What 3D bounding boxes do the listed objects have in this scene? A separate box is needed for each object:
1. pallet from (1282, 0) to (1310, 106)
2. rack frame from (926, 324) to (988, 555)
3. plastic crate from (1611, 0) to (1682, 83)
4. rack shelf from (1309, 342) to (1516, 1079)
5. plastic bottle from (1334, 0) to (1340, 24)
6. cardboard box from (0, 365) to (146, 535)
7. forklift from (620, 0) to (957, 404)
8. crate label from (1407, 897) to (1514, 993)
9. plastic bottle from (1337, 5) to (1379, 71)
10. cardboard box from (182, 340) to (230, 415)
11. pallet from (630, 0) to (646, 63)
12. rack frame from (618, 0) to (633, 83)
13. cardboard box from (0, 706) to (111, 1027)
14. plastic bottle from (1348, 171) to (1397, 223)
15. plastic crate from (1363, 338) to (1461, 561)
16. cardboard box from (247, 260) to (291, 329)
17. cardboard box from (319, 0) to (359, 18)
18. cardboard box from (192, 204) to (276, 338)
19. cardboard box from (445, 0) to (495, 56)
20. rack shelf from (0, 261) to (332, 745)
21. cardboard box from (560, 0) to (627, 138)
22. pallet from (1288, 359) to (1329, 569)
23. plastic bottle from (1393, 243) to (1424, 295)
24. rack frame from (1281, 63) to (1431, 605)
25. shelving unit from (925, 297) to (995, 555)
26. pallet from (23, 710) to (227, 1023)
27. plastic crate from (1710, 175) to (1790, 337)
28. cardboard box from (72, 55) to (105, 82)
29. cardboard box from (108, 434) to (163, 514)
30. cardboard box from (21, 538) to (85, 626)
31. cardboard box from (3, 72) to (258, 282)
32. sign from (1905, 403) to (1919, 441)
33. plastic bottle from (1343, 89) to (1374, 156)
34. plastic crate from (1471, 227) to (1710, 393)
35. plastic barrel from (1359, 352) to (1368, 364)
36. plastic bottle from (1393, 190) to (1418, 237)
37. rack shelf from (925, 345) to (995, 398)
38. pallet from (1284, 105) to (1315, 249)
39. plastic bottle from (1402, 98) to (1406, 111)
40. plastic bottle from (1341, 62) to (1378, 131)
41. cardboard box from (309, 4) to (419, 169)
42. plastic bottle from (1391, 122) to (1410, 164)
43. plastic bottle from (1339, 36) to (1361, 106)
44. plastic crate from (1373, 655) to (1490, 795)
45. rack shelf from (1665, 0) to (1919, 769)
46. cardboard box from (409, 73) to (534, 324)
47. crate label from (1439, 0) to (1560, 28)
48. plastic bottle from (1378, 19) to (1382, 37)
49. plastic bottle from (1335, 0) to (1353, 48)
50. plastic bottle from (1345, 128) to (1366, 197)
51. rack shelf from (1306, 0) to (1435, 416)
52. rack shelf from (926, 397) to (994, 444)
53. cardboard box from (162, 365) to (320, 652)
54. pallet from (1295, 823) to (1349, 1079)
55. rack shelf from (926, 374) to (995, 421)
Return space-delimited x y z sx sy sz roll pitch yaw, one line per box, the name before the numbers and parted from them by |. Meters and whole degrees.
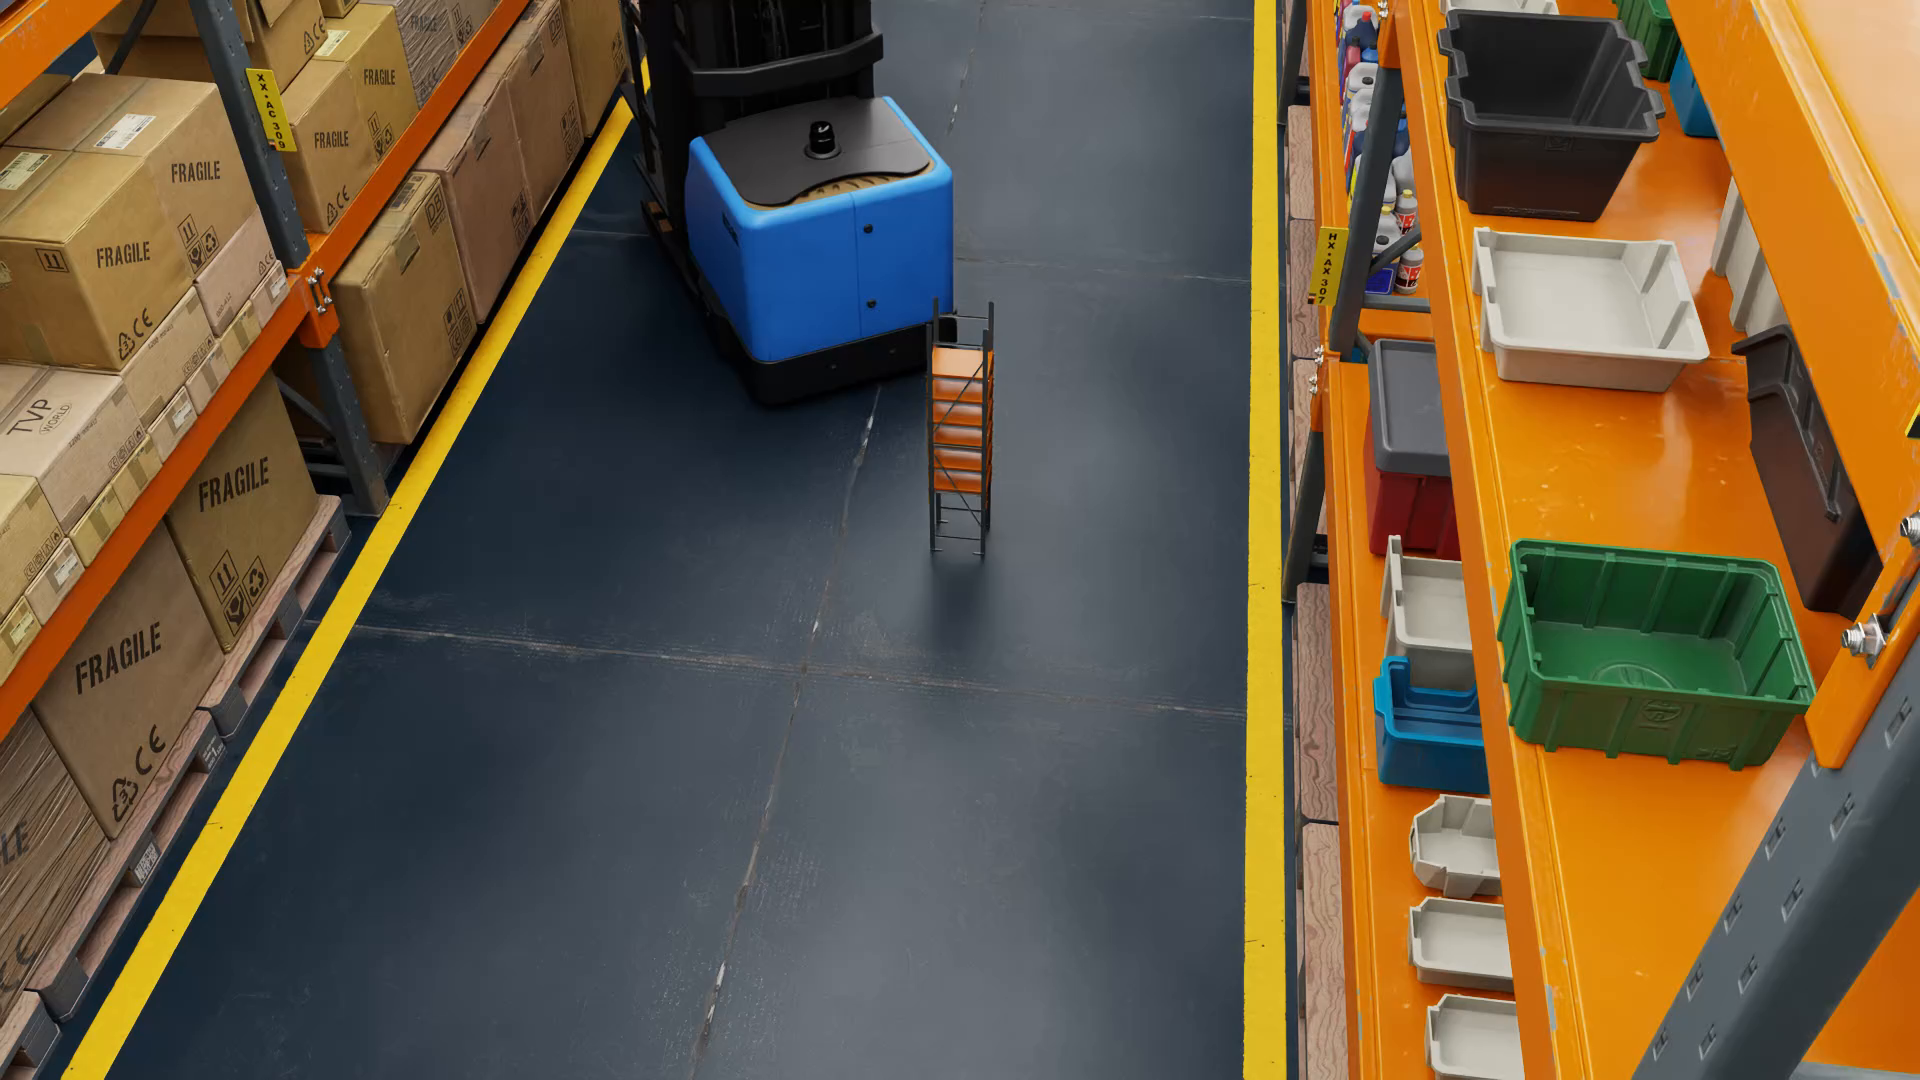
pallet | 2.523 -3.056 10.346 1.003 0.211 1.213 5 44 6
rack frame | -0.010 -0.383 6.804 0.240 1.200 0.006 5 44 6
plastic crate | 2.097 -1.514 4.662 0.450 0.188 0.662 5 44 6
rack shelf | 1.589 0.806 4.763 1.077 0.370 4.000 5 44 6
plastic bottle | 1.853 -2.592 7.922 0.097 0.271 0.097 0 43 0
cardboard box | -2.988 -0.297 5.296 0.500 0.250 0.500 6 44 6
forklift | -1.075 -2.728 8.021 1.130 2.935 3.031 -17 46 -17
crate label | 1.318 1.021 4.160 0.396 0.136 0.243 5 44 6
plastic bottle | 1.821 -2.289 7.598 0.152 0.276 0.135 5 44 6
cardboard box | -2.840 -0.589 5.896 0.380 0.149 0.250 5 44 5
pallet | -2.423 -3.515 10.830 1.003 0.211 1.213 5 44 6
rack frame | -2.527 -3.995 9.309 1.000 3.000 0.127 5 44 6
cardboard box | -3.459 1.013 5.261 0.875 0.875 0.875 5 44 6
plastic bottle | 1.633 -1.320 6.575 0.152 0.276 0.135 5 44 6
plastic crate | 1.487 -0.278 5.294 0.402 0.464 0.583 5 44 6
cardboard box | -2.772 -0.940 6.266 0.380 0.149 0.250 5 44 6
cardboard box | -2.878 -2.572 7.004 0.797 0.503 0.637 6 44 6
cardboard box | -2.854 -0.997 6.037 0.500 0.250 0.500 4 44 5
cardboard box | -2.552 -2.632 7.797 0.500 0.500 0.500 6 44 6
rack shelf | -3.321 0.356 5.238 1.077 0.370 4.000 5 44 6
cardboard box | -2.639 -2.907 9.401 1.225 0.875 0.875 3 44 4
pallet | 1.997 -0.328 7.465 1.003 0.211 1.213 5 44 6
plastic bottle | 1.711 -1.046 6.339 0.097 0.201 0.097 0 43 0
rack frame | 1.853 -0.818 5.955 1.000 3.000 0.127 5 44 6
shelving unit | 0.002 -0.446 6.870 0.258 1.200 0.189 5 44 6
pallet | -3.393 1.089 5.969 1.003 0.211 1.213 5 44 6
plastic crate | 1.923 -0.621 3.651 0.437 0.282 0.530 5 44 6
cardboard box | -3.265 -1.648 6.759 0.500 0.500 0.500 5 44 6
cardboard box | -2.907 -0.238 5.525 0.380 0.149 0.250 6 44 6
cardboard box | -2.976 0.109 5.158 0.380 0.149 0.250 6 44 6
cardboard box | -2.852 -1.257 5.765 0.500 0.500 0.500 6 44 7
sign | 0.777 -0.192 1.165 0.100 0.325 0.005 5 44 6
plastic bottle | 1.718 -1.756 7.035 0.152 0.276 0.135 5 44 6
plastic crate | 1.352 -0.517 3.646 0.437 0.136 0.530 5 44 6
plastic barrel | 1.942 -0.578 6.922 0.600 0.901 0.708 5 44 6
plastic bottle | 1.759 -1.295 6.602 0.097 0.201 0.097 0 43 0
rack shelf | 0.002 -0.675 6.653 0.258 0.103 0.180 5 44 6
pallet | 2.319 -1.991 9.221 1.003 0.211 1.213 5 44 6
plastic bottle | 1.844 -1.755 7.038 0.097 0.271 0.097 0 43 0
plastic bottle | 1.748 -1.914 7.202 0.152 0.276 0.135 5 44 6
cardboard box | -2.682 -1.938 7.065 0.500 0.500 0.500 5 44 6
plastic bottle | 1.818 -1.569 6.784 0.144 0.351 0.185 5 44 6
plastic bottle | 1.734 -2.078 7.370 0.061 0.283 0.133 5 44 6
plastic crate | 1.342 0.524 4.615 0.416 0.233 0.300 5 44 6
rack shelf | 1.589 -1.227 2.837 1.077 0.370 4.000 5 44 6
cardboard box | -2.874 -1.697 8.122 1.225 0.875 0.875 4 44 4
crate label | 1.502 -1.505 4.690 0.293 0.136 0.466 5 44 6
plastic bottle | 1.965 -2.285 7.540 0.144 0.351 0.185 5 44 6
plastic bottle | 1.807 -2.453 7.766 0.061 0.283 0.133 5 44 6
plastic bottle | 1.675 -1.583 6.798 0.144 0.351 0.185 5 44 6
rack shelf | 2.118 -1.920 7.642 1.077 0.370 4.000 5 44 6
rack shelf | 0.002 -0.500 6.818 0.258 0.103 0.180 5 44 6
cardboard box | -3.223 -0.207 6.549 0.875 0.875 0.875 5 44 6
pallet | 1.636 1.533 5.500 1.003 0.211 1.213 5 44 6
rack shelf | 0.002 -0.588 6.736 0.258 0.103 0.180 5 44 6
